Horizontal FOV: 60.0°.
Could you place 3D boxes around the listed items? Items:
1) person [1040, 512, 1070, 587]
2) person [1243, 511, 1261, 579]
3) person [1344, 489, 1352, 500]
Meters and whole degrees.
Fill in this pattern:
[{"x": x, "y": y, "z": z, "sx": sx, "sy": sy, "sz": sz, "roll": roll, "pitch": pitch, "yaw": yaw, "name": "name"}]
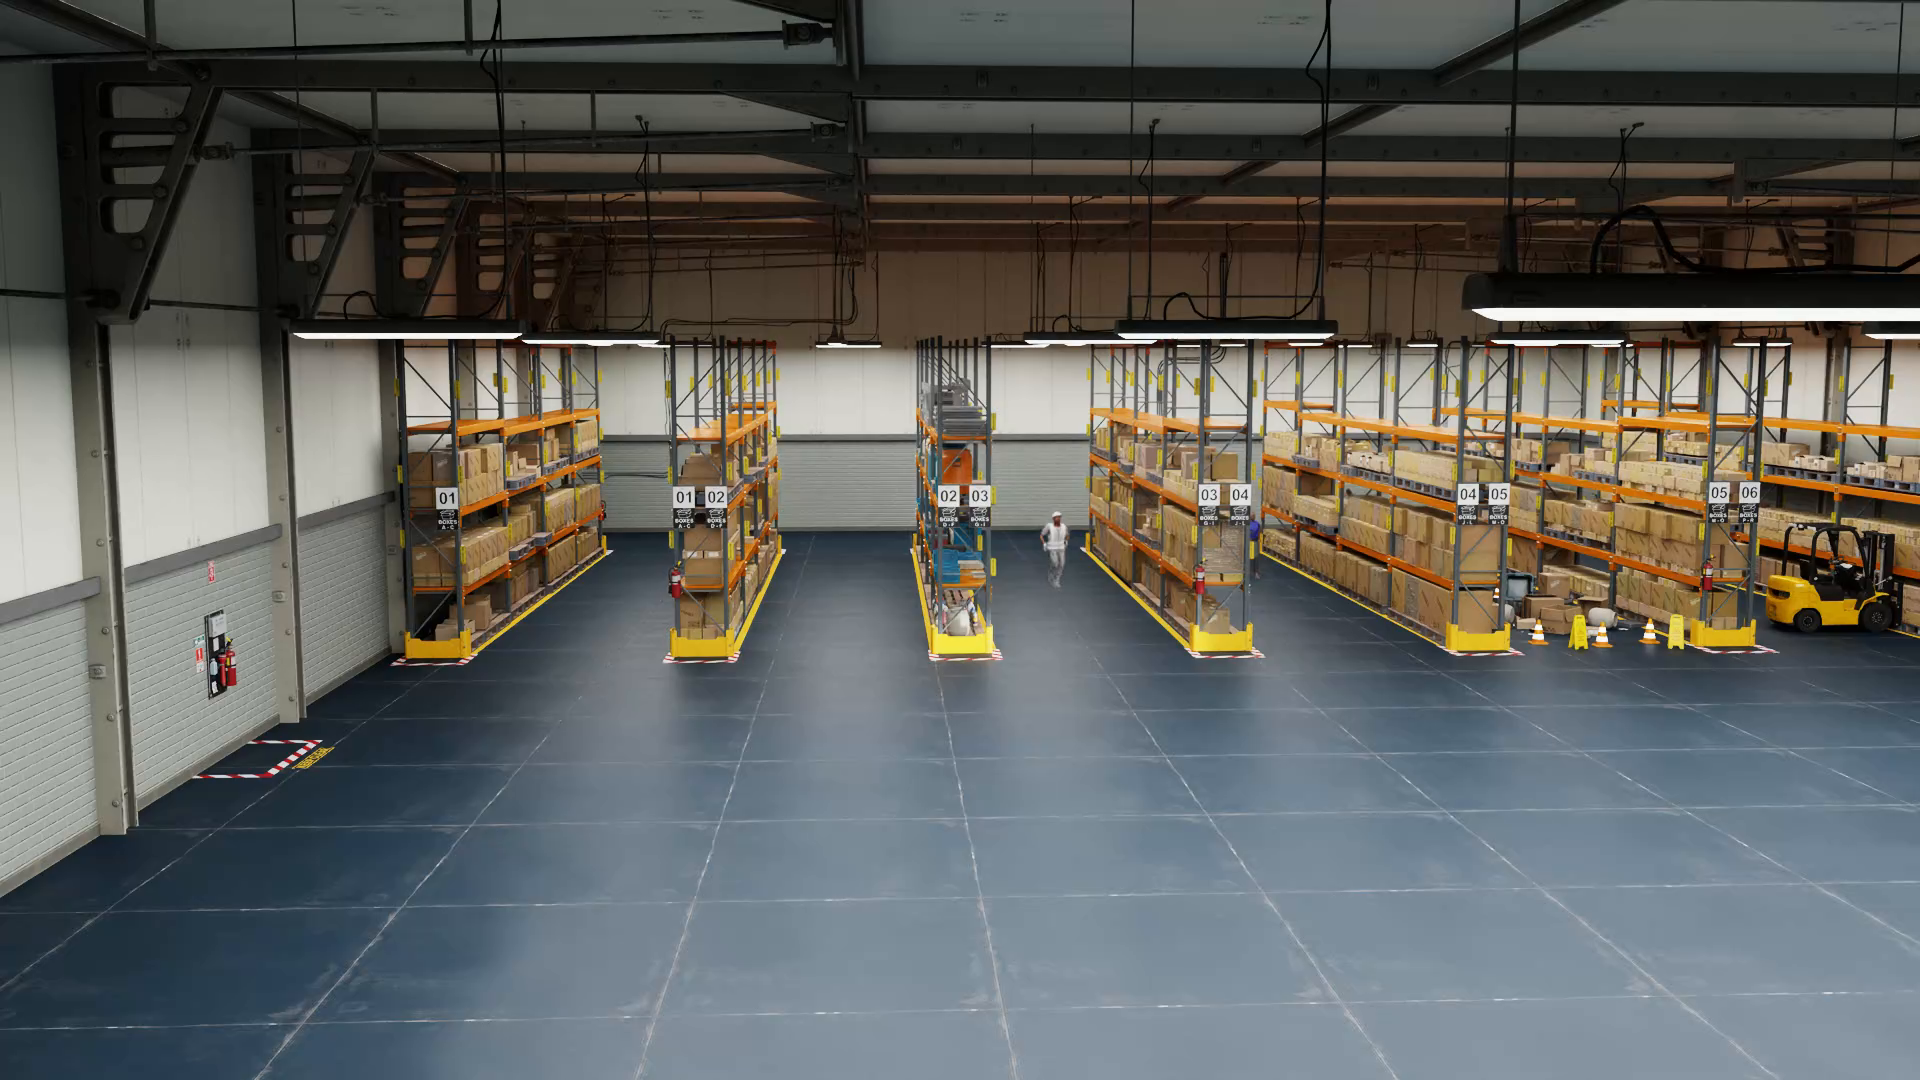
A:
[{"x": 2.238, "y": 0.225, "z": 38.239, "sx": 0.683, "sy": 1.749, "sz": 0.542, "roll": -2, "pitch": 7, "yaw": -18, "name": "person"}, {"x": 7.362, "y": 0.105, "z": 41.954, "sx": 0.575, "sy": 1.657, "sz": 0.909, "roll": -1, "pitch": 7, "yaw": -8, "name": "person"}, {"x": 11.584, "y": -0.679, "z": 49.283, "sx": 0.789, "sy": 1.685, "sz": 0.602, "roll": 0, "pitch": 6, "yaw": 1, "name": "person"}]
